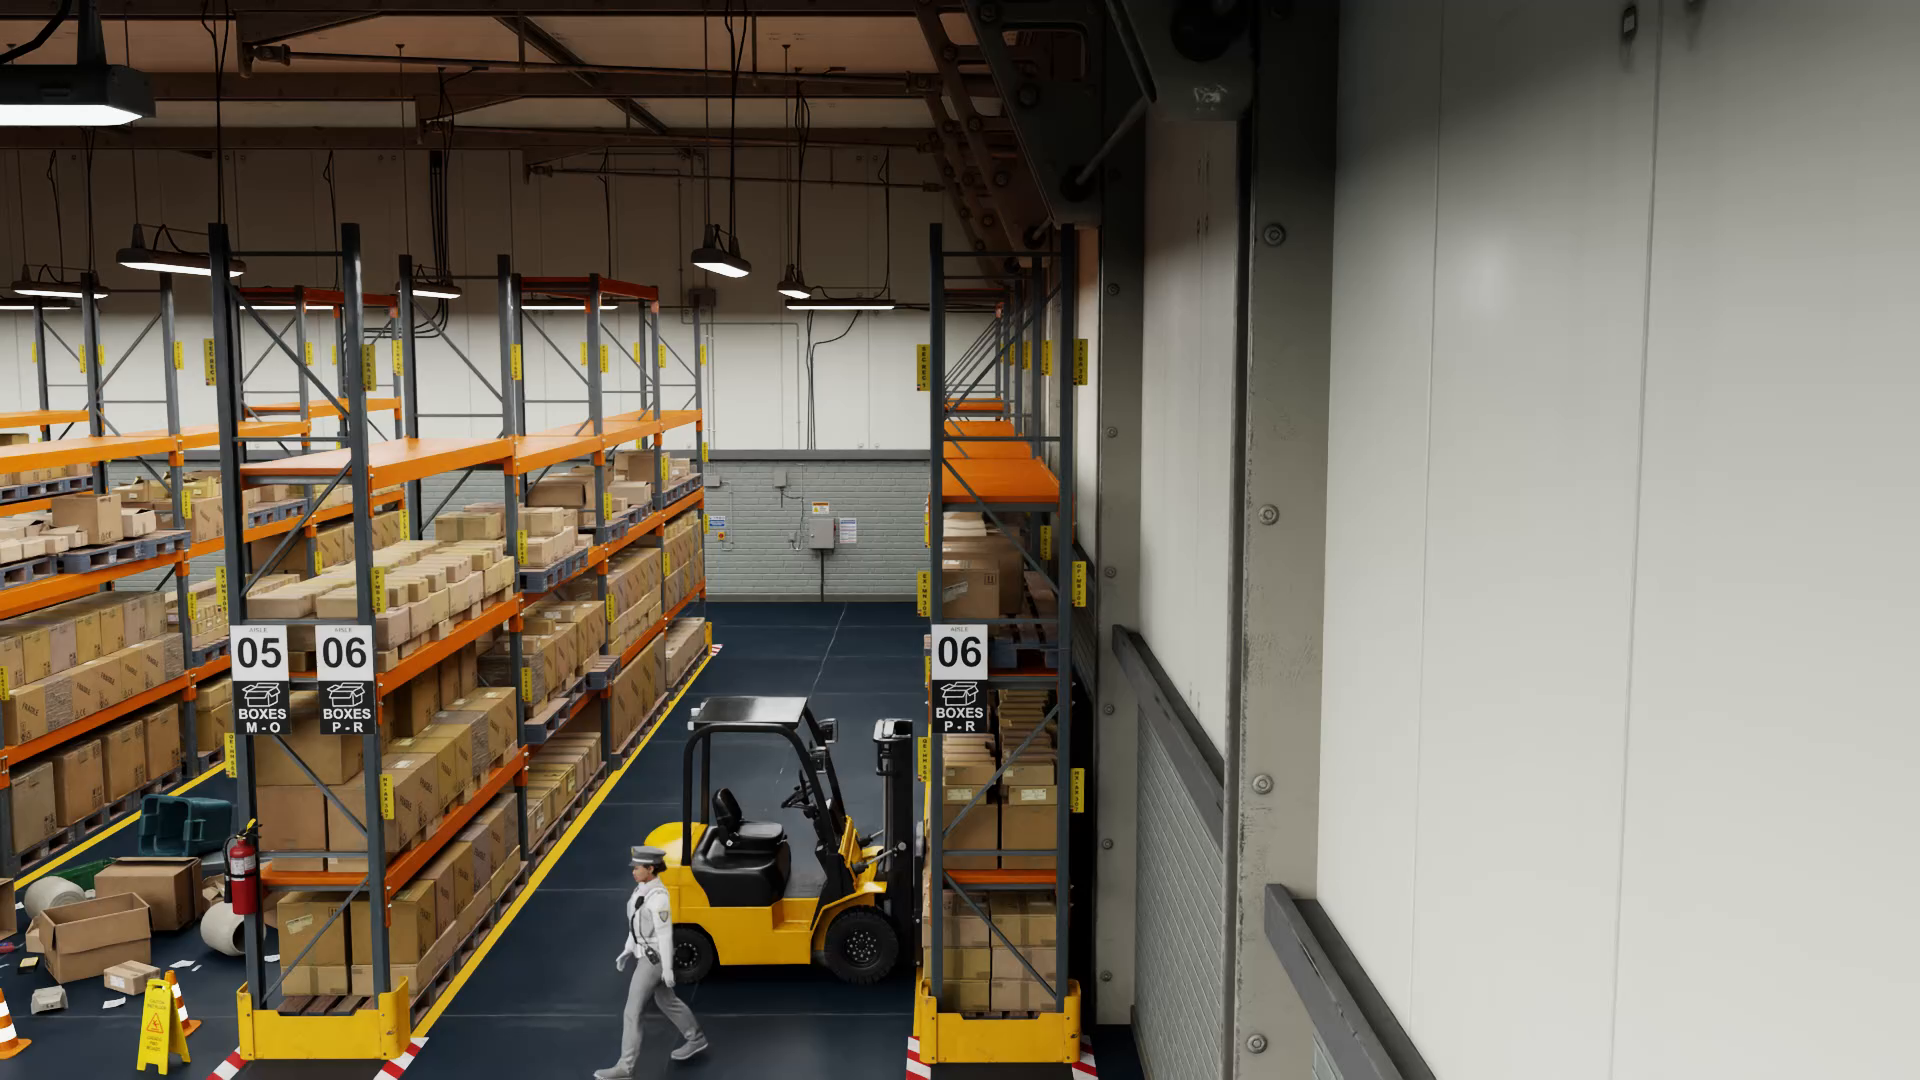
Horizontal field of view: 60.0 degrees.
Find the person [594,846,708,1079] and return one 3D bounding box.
[{"bbox_3d":[-2.212,2.968,11.846,0.840,1.623,0.477,-2,7,-17],"label":"person"}]
